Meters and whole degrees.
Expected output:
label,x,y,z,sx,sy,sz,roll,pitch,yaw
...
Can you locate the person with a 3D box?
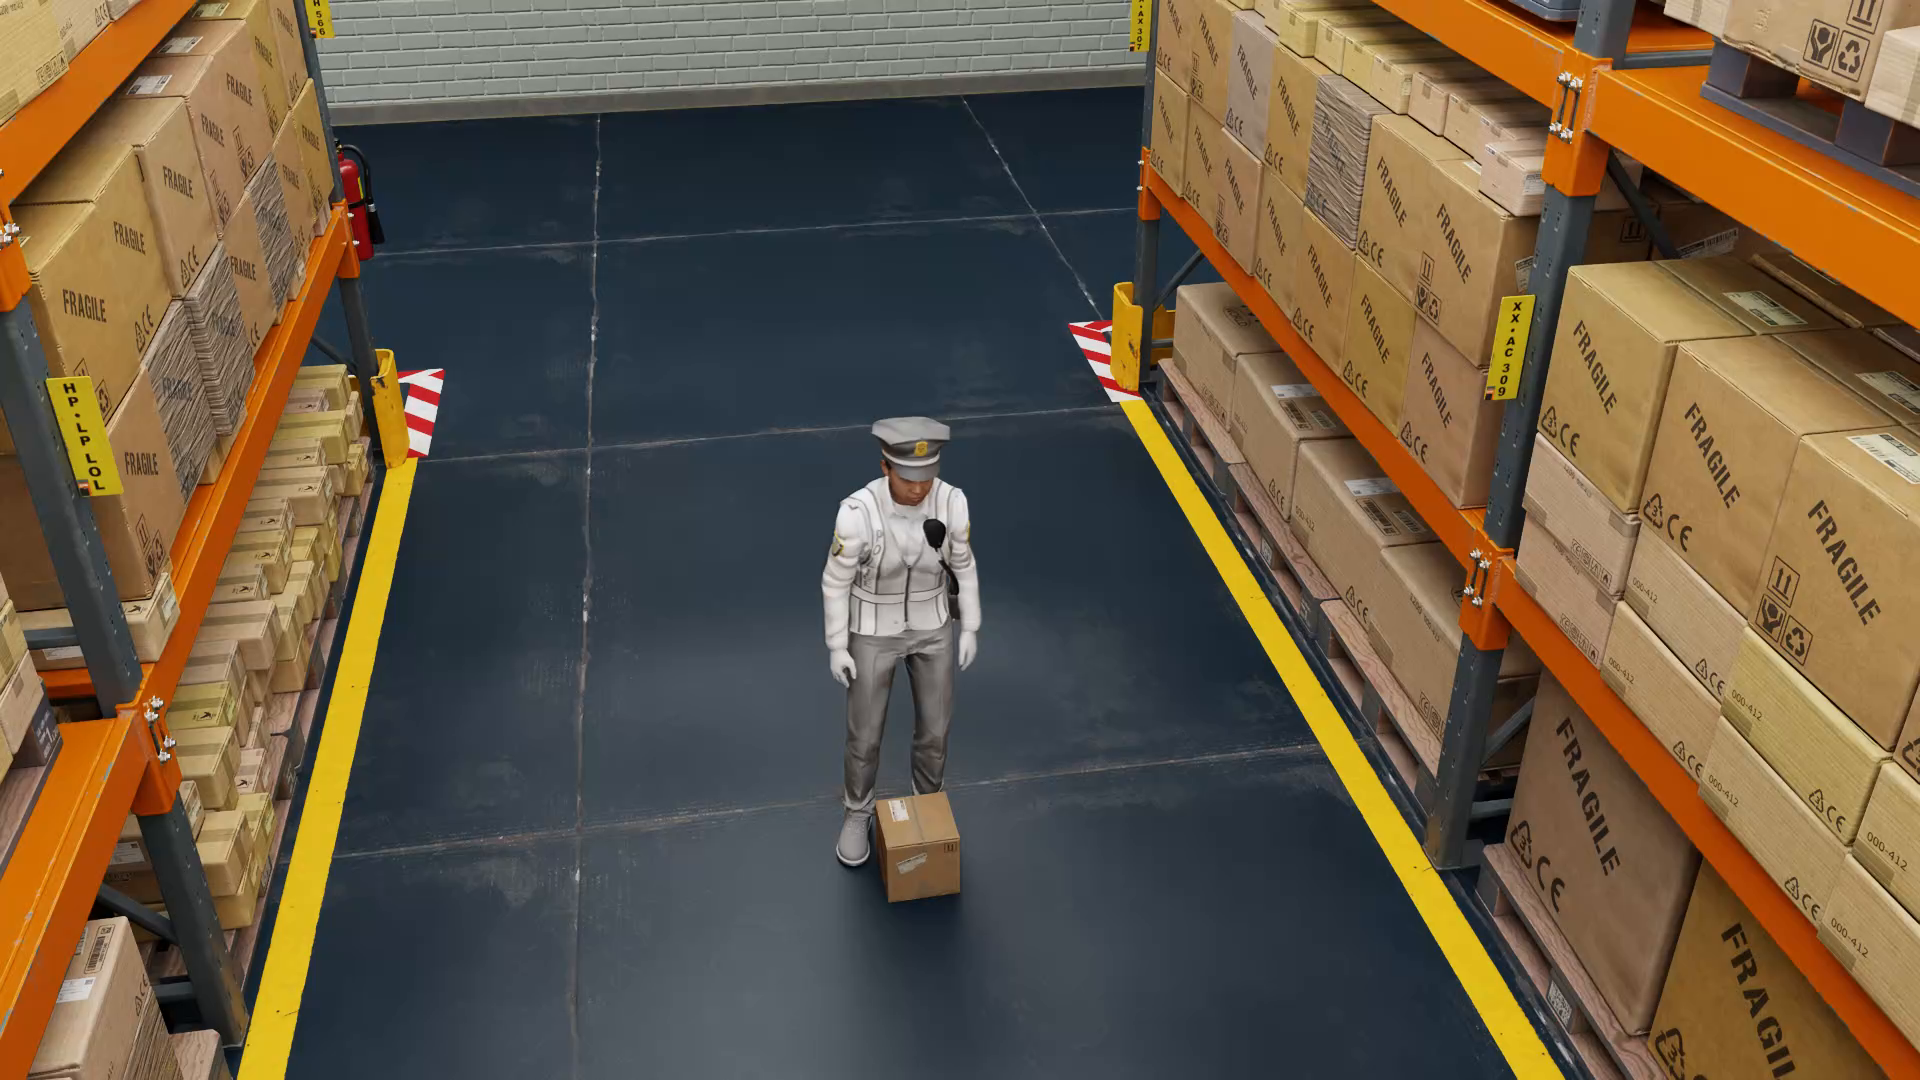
label,x,y,z,sx,sy,sz,roll,pitch,yaw
person,-0.191,0.329,5.578,0.544,1.663,0.376,-7,32,-12
